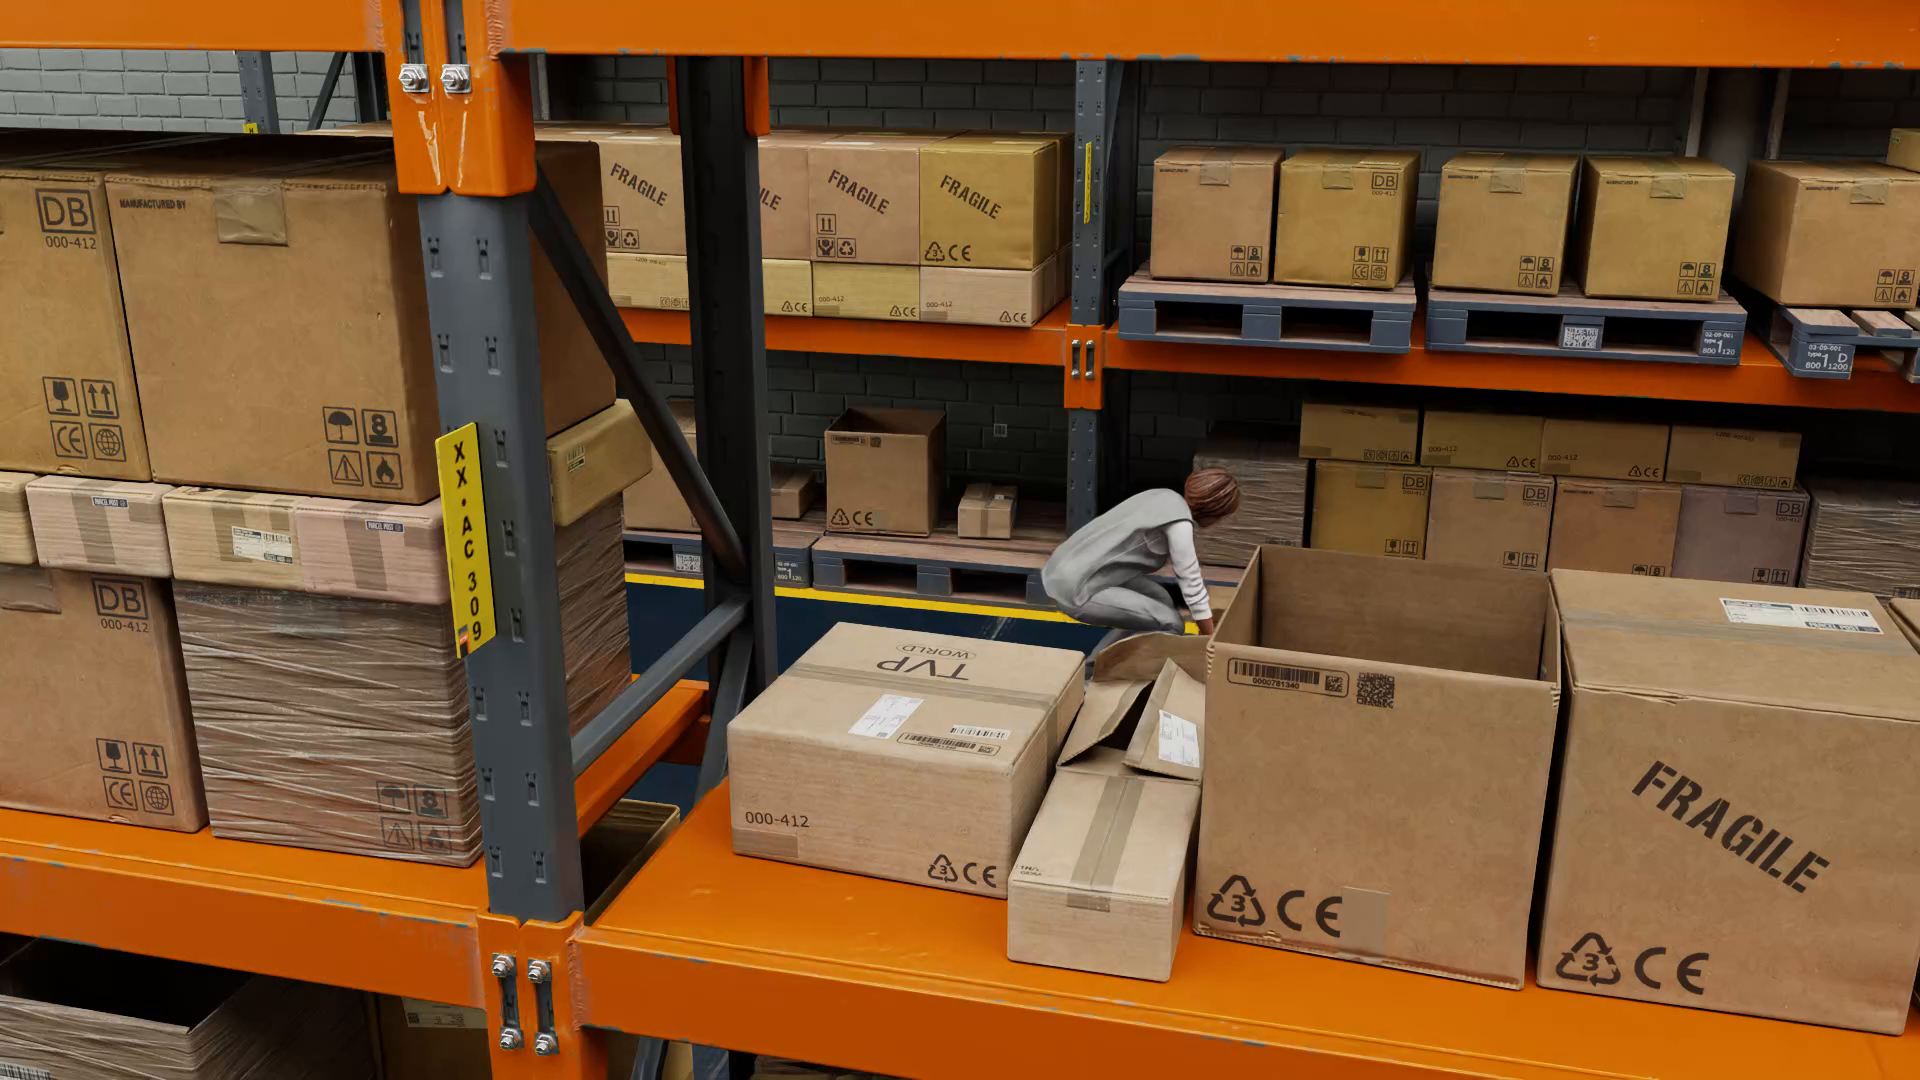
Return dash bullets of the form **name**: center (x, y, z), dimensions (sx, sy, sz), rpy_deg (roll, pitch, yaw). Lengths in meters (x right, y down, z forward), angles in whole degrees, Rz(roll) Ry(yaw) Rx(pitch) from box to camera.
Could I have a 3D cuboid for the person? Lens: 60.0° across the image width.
- **person**: center (0.701, 0.202, 6.519), dimensions (0.773, 0.935, 0.447), rpy_deg (0, 19, 1)
